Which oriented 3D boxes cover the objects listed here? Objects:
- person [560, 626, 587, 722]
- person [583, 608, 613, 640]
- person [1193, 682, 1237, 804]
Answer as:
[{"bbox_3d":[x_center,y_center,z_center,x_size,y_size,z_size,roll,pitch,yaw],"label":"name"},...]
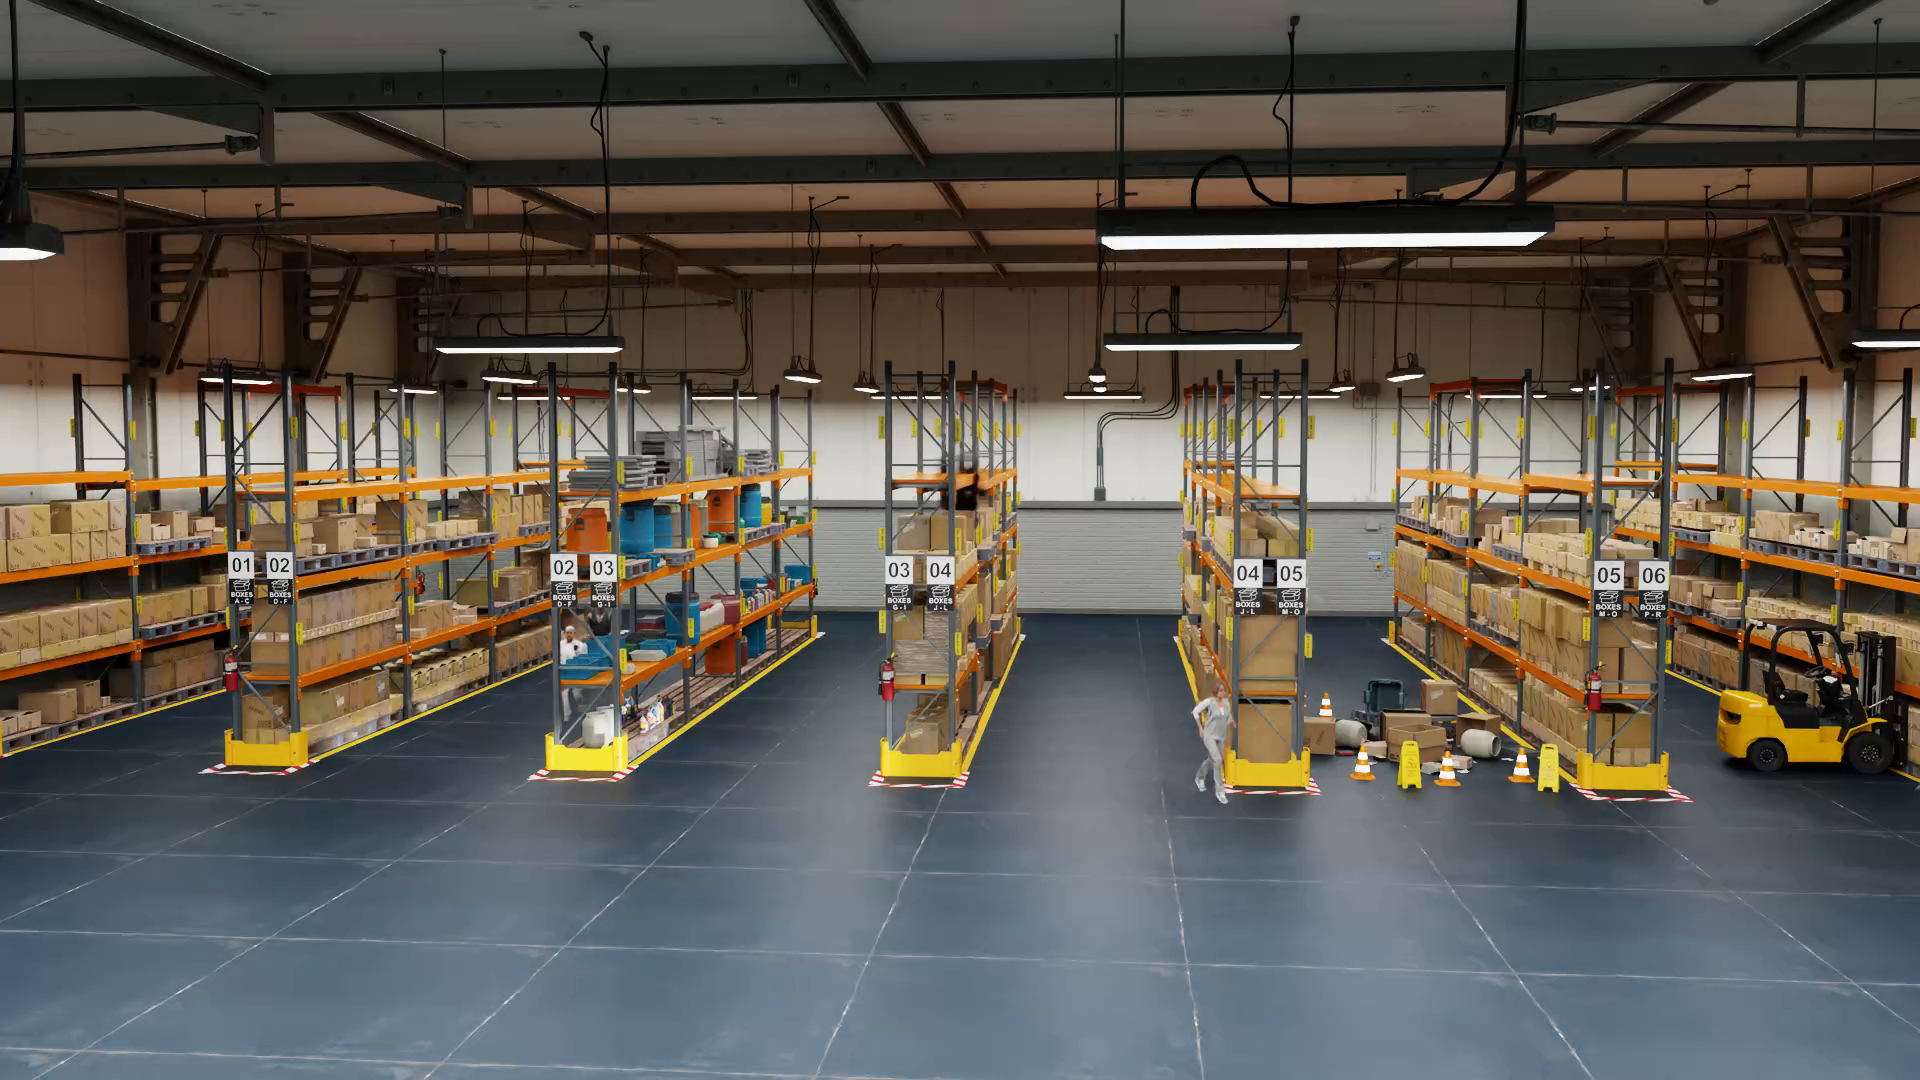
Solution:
[{"bbox_3d":[-6.749,2.298,28.805,0.613,1.620,0.688,0,4,-1],"label":"person"},{"bbox_3d":[-7.108,2.001,32.863,0.676,1.691,0.767,-1,4,-10],"label":"person"},{"bbox_3d":[3.457,2.716,22.664,0.484,1.615,0.840,-2,4,-31],"label":"person"}]
